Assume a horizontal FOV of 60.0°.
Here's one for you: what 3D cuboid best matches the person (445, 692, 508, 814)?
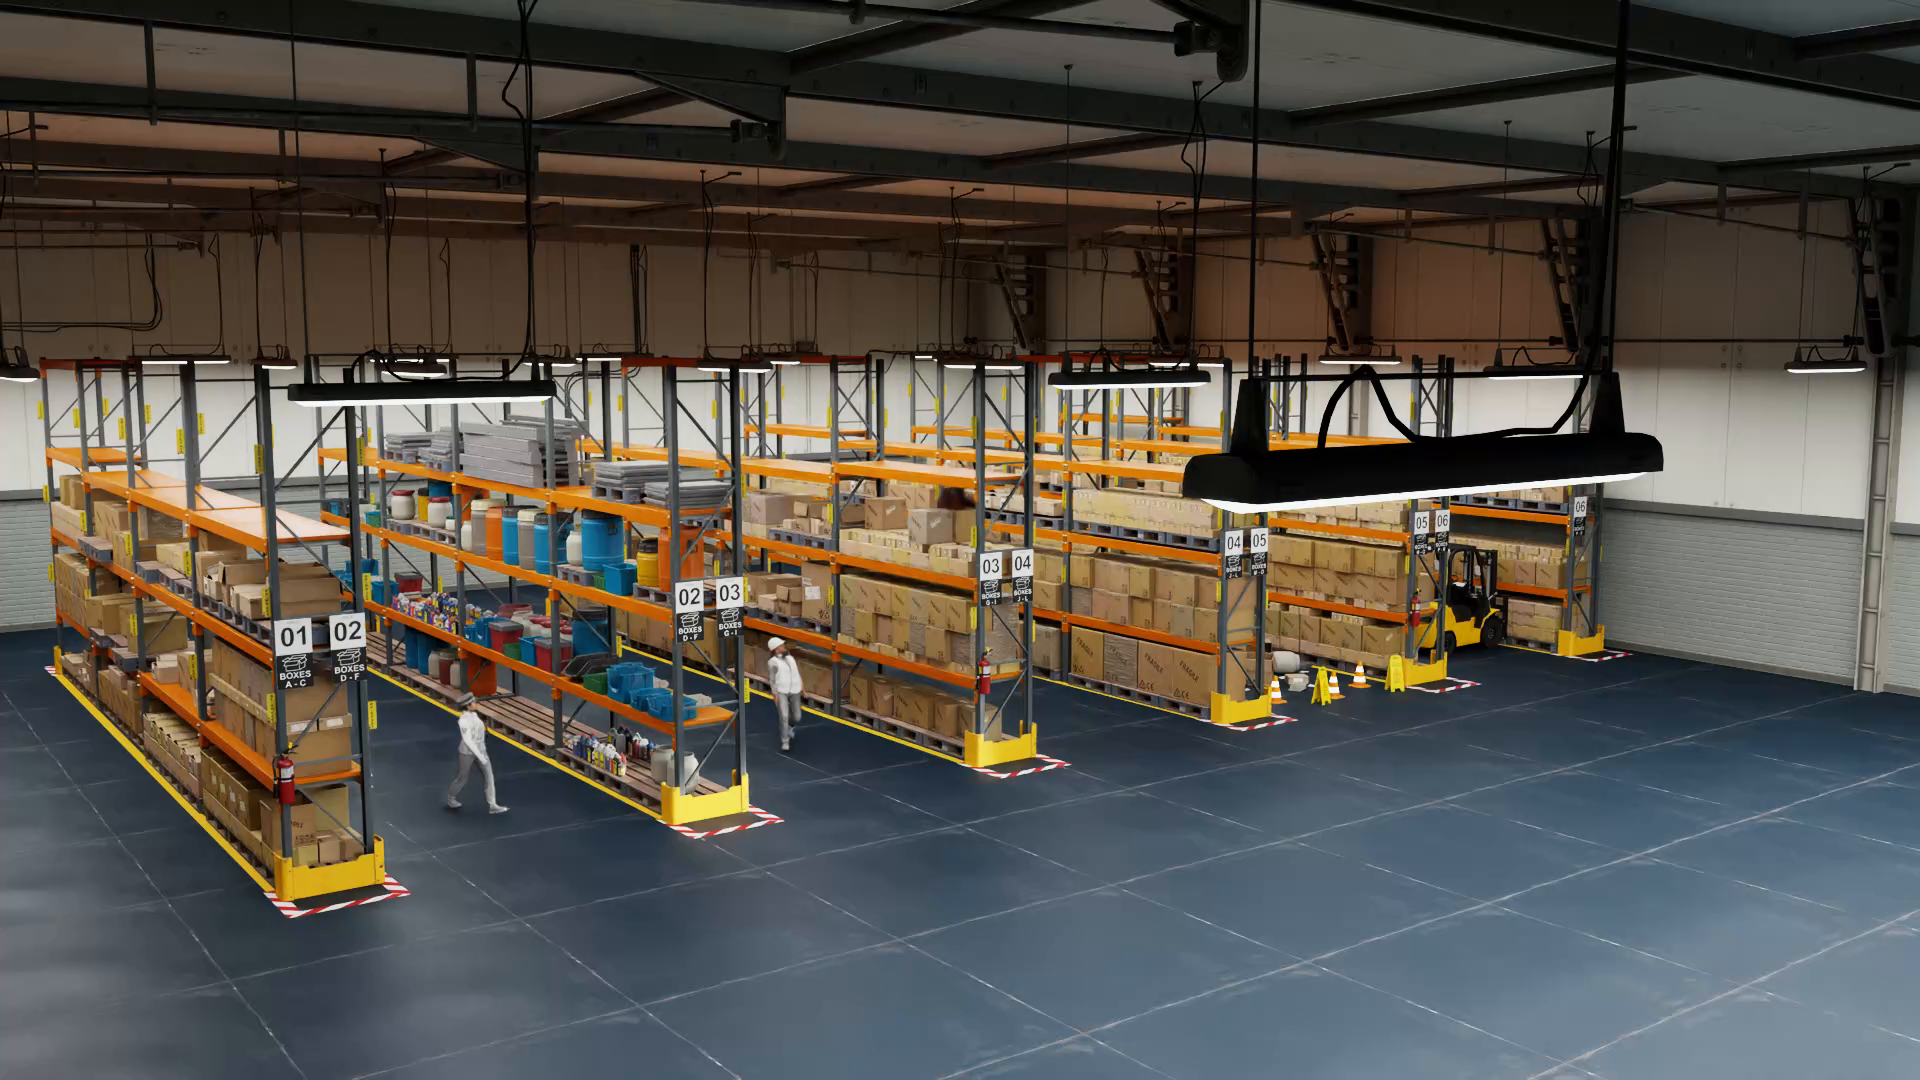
[{"bbox_3d":[-6.530,2.849,22.271,0.984,1.640,0.442,4,8,31],"label":"person"}]

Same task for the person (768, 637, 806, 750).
[{"bbox_3d":[-2.709,2.362,25.919,0.583,1.717,0.809,-2,7,-19],"label":"person"}]
